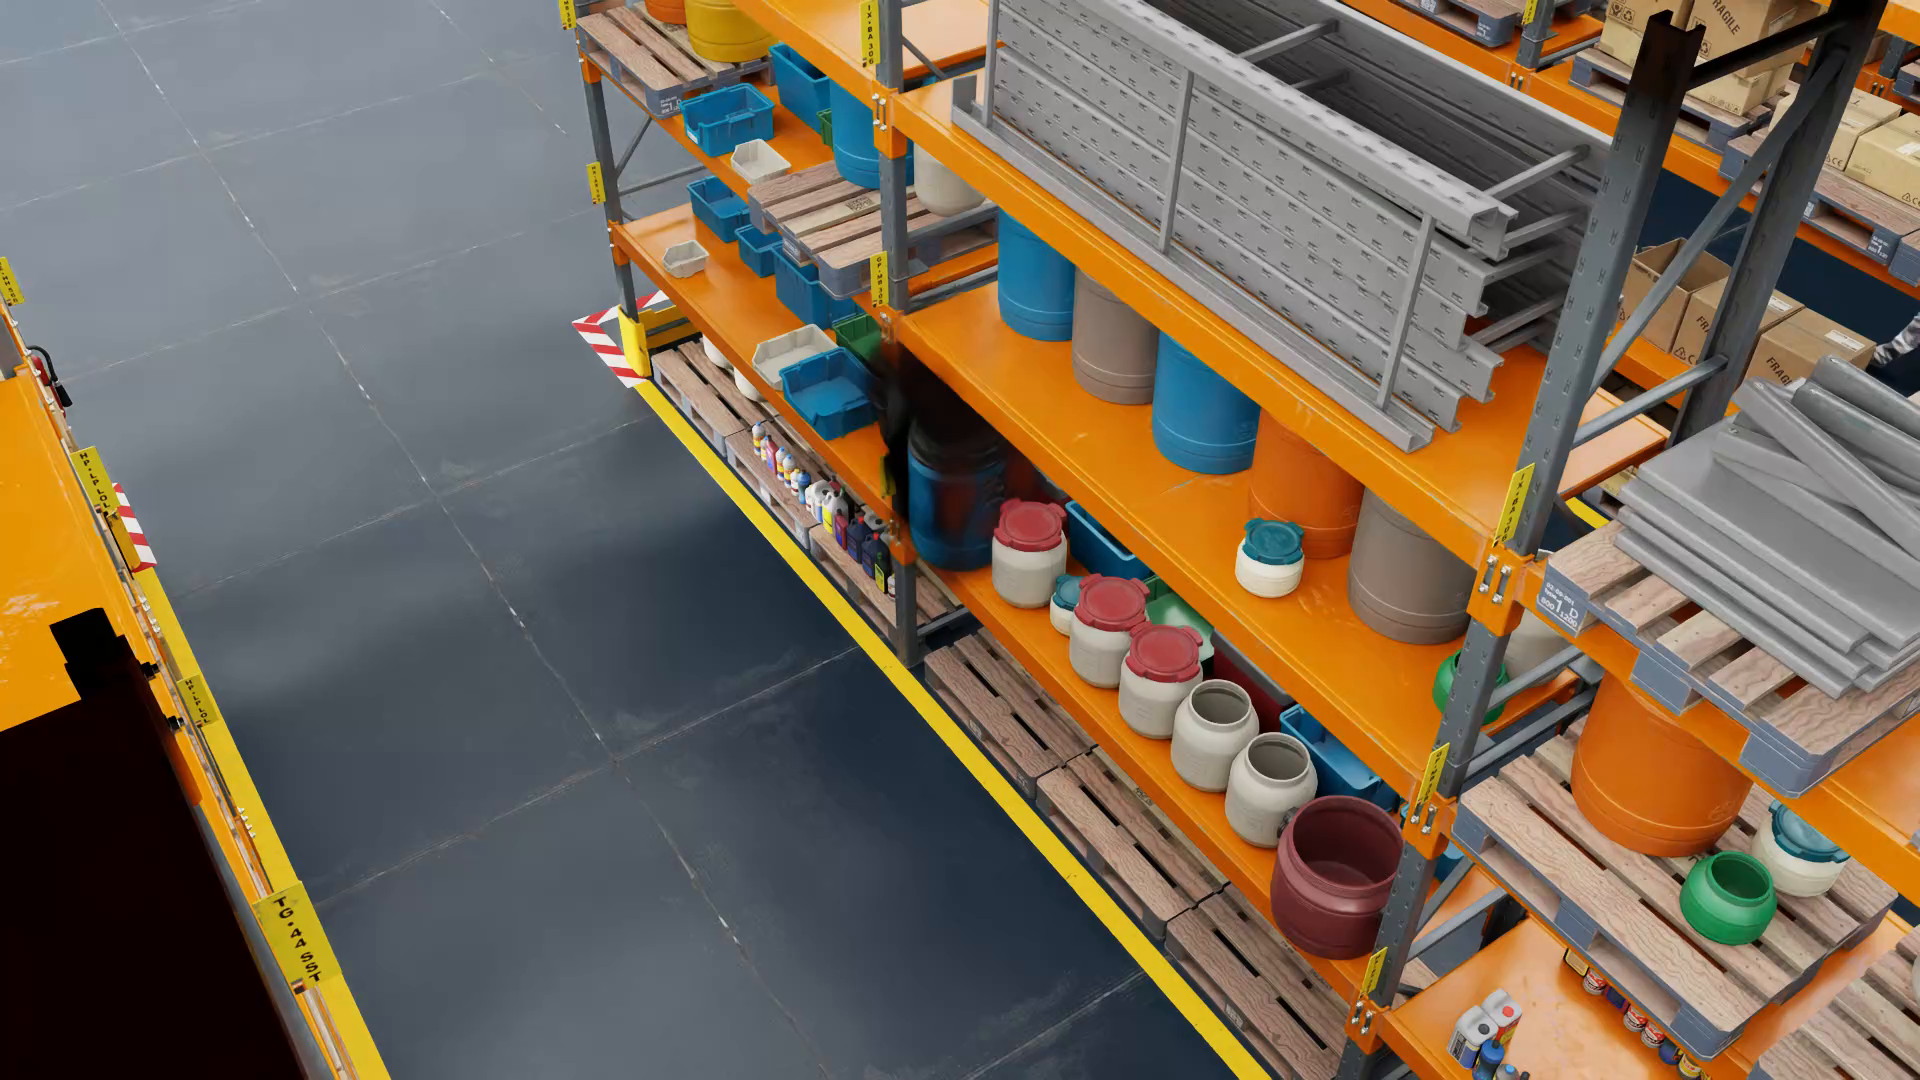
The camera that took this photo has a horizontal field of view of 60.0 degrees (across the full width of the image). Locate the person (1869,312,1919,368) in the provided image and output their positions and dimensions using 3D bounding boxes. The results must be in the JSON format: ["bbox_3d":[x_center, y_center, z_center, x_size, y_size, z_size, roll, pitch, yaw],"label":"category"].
[{"bbox_3d":[7.560,-1.957,12.555,0.469,1.731,1.007,-31,51,-29],"label":"person"}]
